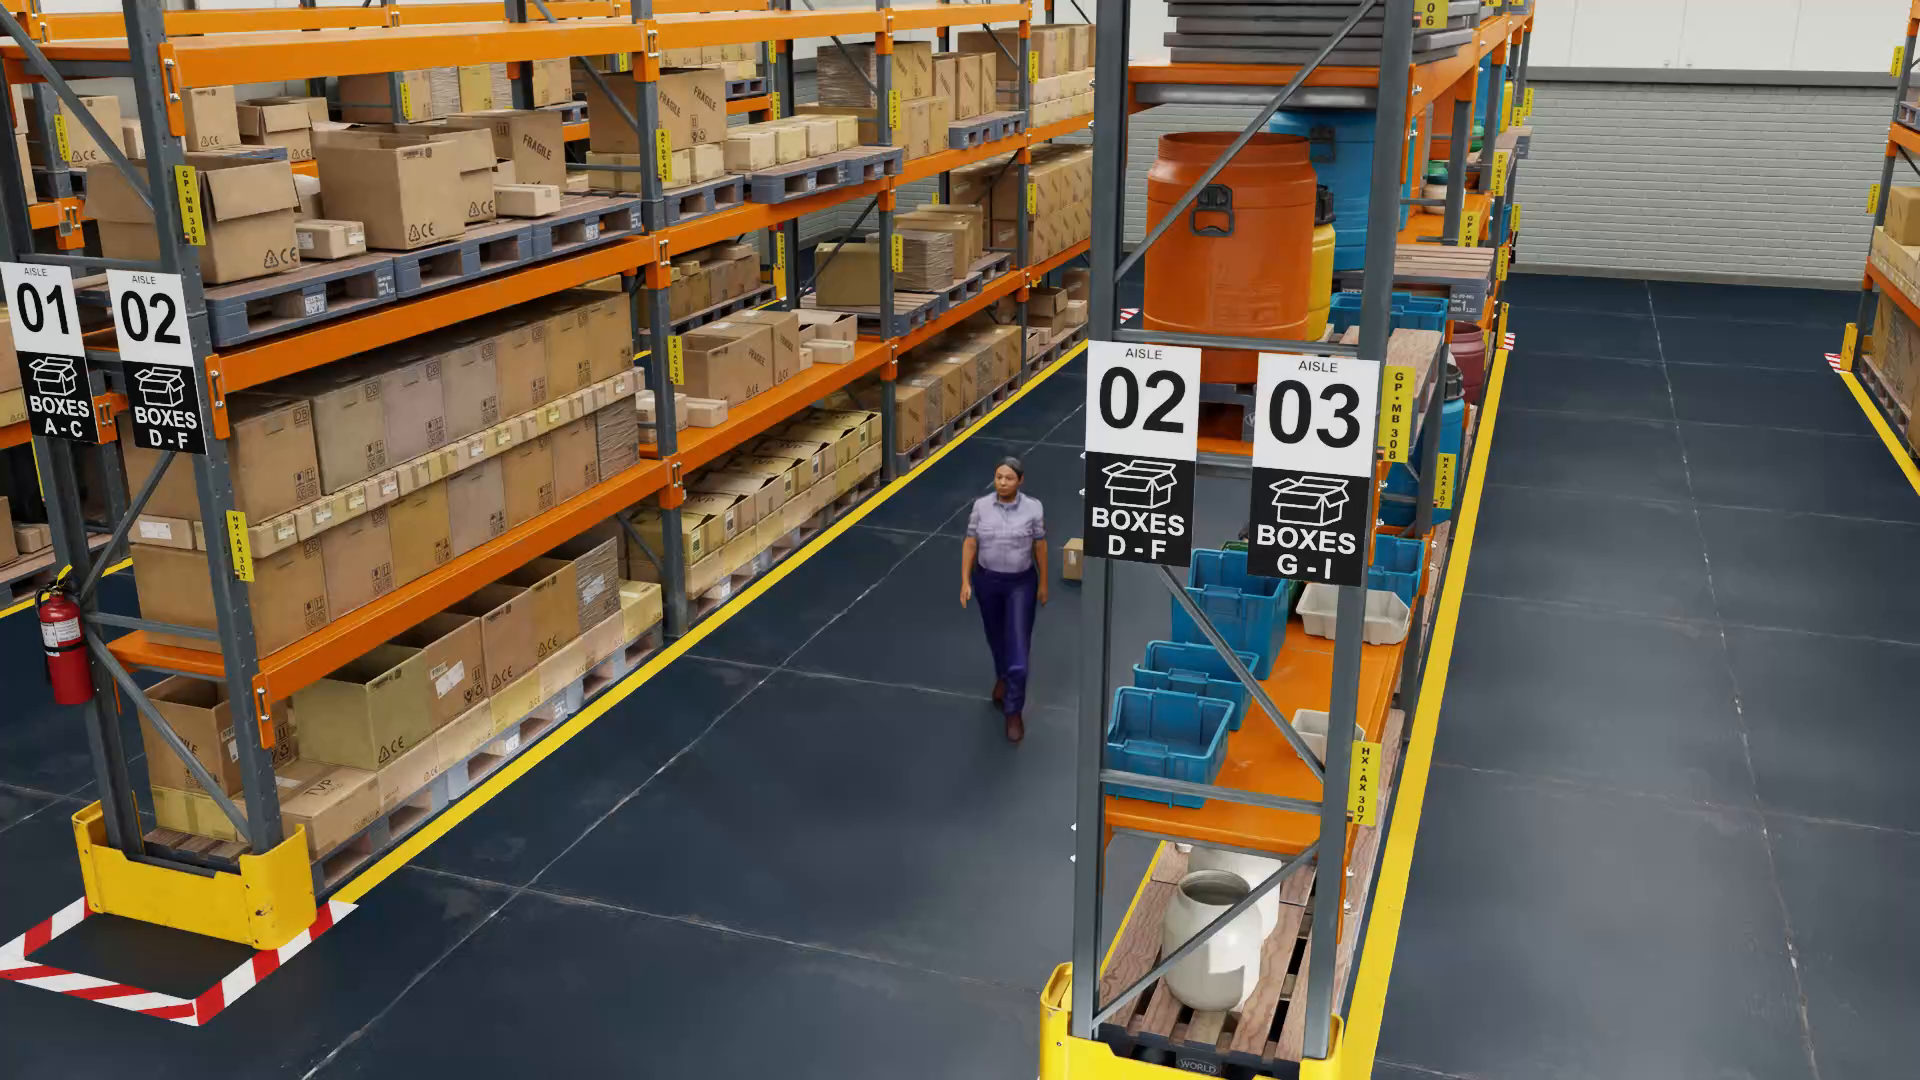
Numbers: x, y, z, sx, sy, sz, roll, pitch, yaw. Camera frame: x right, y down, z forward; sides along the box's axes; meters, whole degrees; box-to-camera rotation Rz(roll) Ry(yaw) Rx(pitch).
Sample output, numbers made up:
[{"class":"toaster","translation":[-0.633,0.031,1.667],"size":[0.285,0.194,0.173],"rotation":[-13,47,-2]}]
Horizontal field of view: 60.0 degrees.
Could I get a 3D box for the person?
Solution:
[{"class":"person","translation":[0.255,0.321,10.169],"size":[0.513,1.641,0.822],"rotation":[5,19,13]}]
